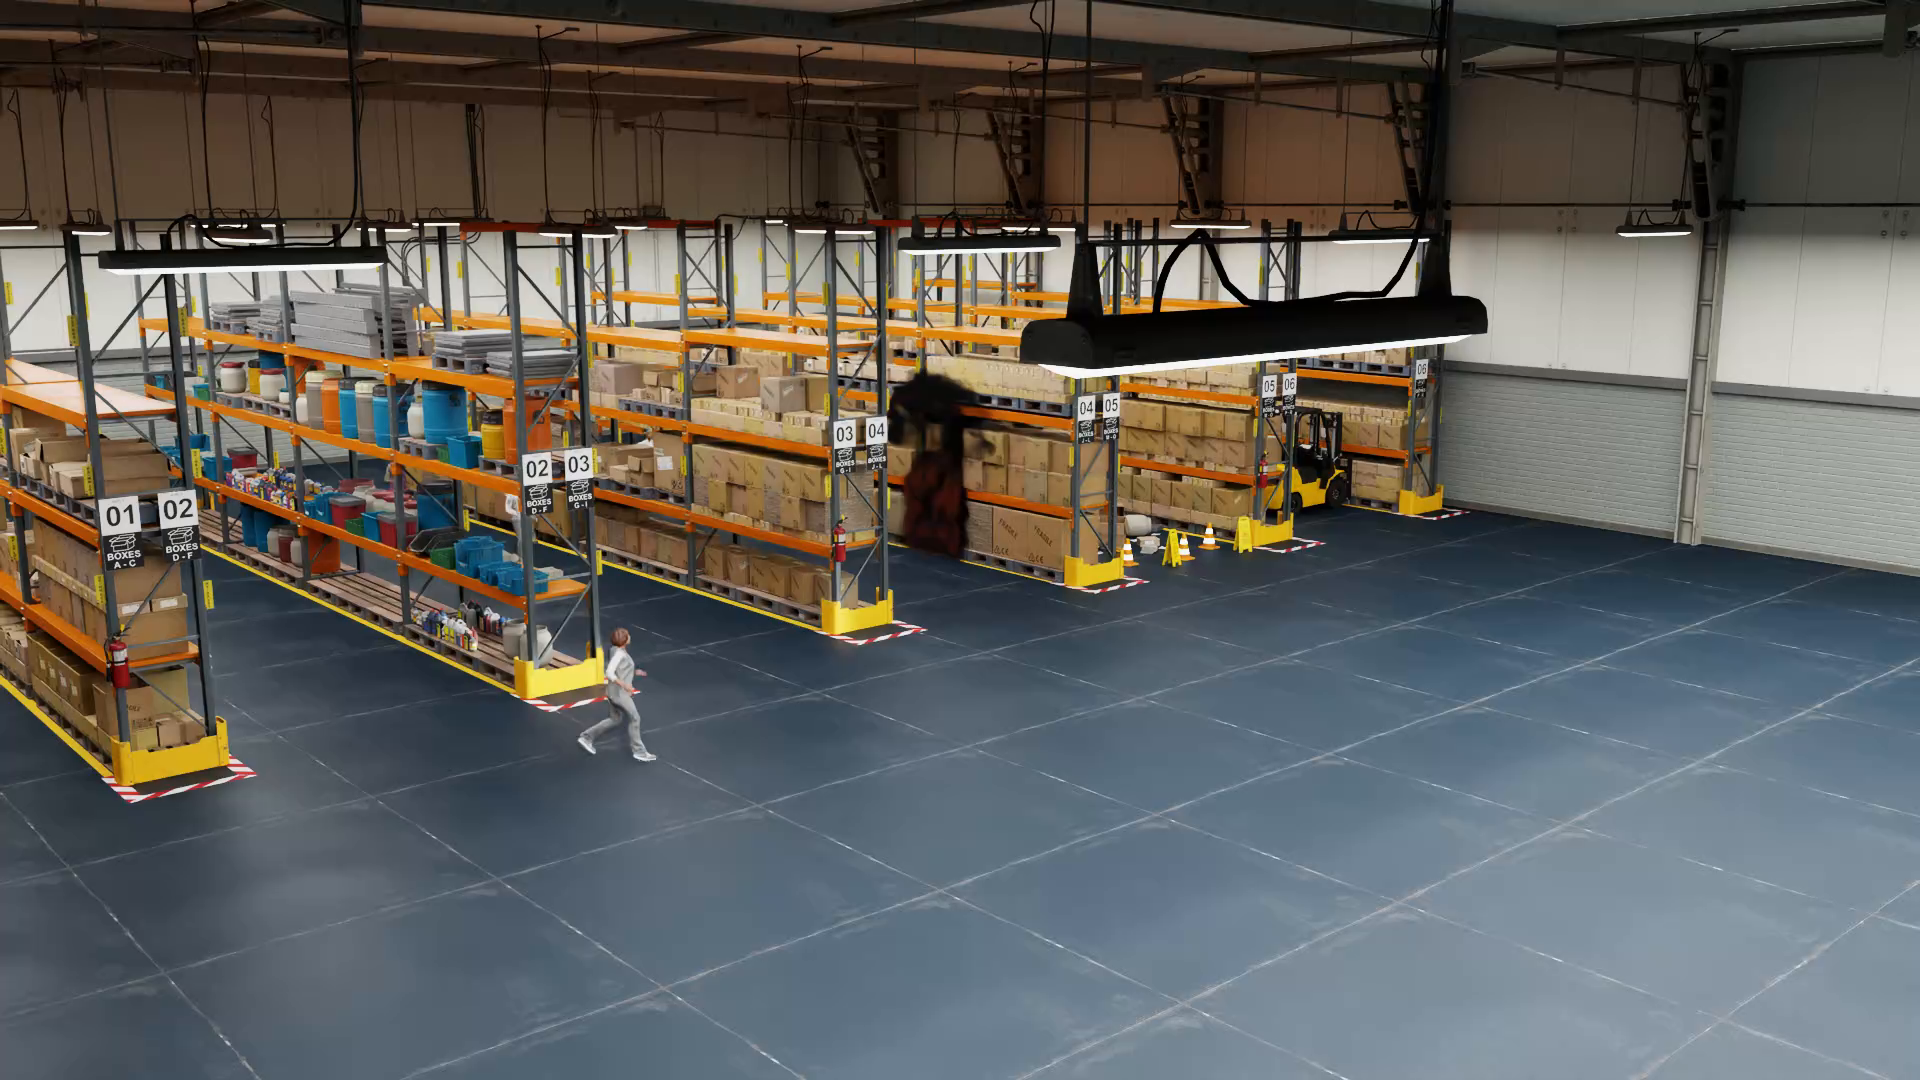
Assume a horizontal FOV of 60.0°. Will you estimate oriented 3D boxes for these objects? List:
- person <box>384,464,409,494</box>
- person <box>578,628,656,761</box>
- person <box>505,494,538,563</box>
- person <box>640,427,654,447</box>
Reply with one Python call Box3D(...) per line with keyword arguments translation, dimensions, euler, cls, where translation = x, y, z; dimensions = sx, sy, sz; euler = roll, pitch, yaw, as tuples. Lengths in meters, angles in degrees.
Box3D(translation=(-10.939, -0.922, 32.339), dimensions=(0.875, 1.609, 0.536), euler=(11, 16, 42), cls="person")
Box3D(translation=(-3.932, 1.789, 18.991), dimensions=(0.873, 1.599, 0.544), euler=(-4, 12, -20), cls="person")
Box3D(translation=(-7.727, -0.342, 29.422), dimensions=(0.612, 1.658, 0.509), euler=(-11, 16, -42), cls="person")
Box3D(translation=(-6.634, -1.607, 35.701), dimensions=(0.616, 1.659, 0.514), euler=(-9, 14, -36), cls="person")
